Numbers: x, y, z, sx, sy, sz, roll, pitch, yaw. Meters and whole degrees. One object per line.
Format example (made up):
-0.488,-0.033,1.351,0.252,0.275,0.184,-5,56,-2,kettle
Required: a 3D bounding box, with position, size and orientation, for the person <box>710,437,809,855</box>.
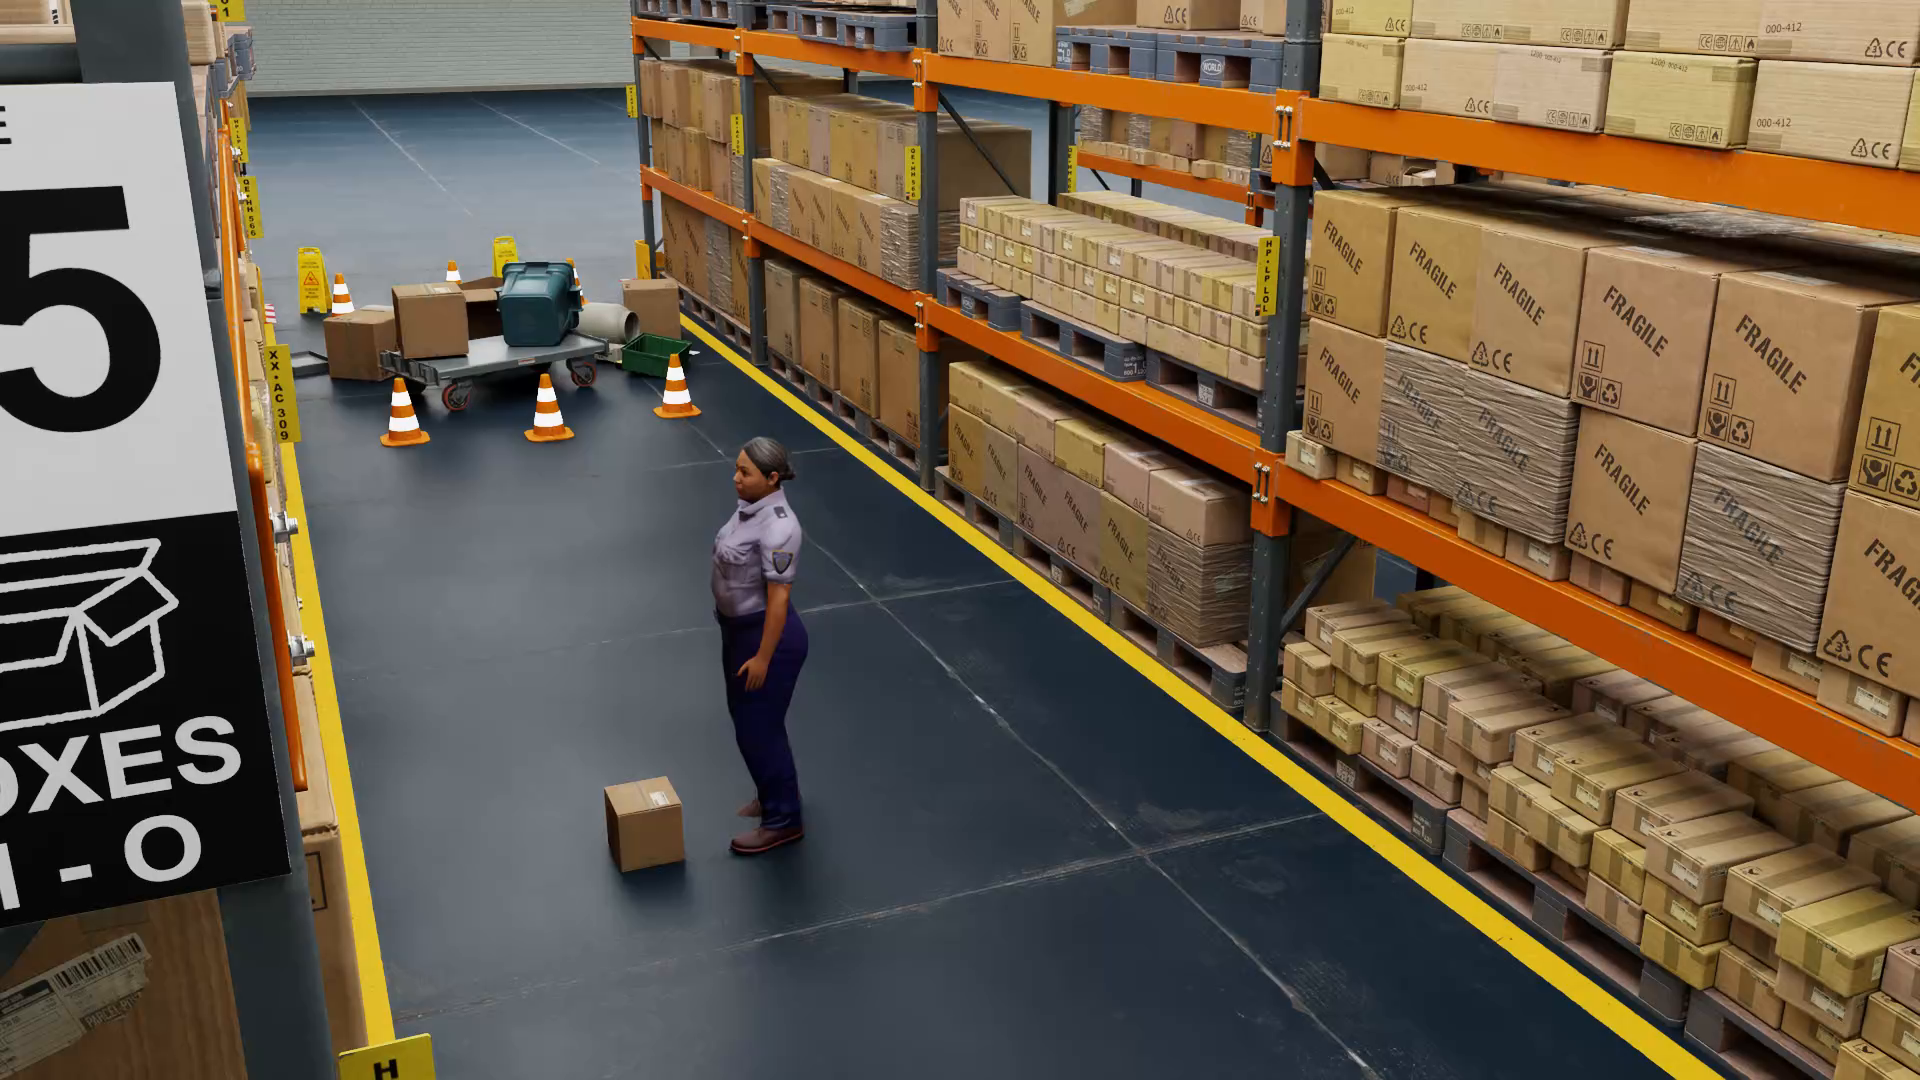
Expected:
-0.774,0.414,6.458,0.370,1.678,0.475,-7,20,-20,person
